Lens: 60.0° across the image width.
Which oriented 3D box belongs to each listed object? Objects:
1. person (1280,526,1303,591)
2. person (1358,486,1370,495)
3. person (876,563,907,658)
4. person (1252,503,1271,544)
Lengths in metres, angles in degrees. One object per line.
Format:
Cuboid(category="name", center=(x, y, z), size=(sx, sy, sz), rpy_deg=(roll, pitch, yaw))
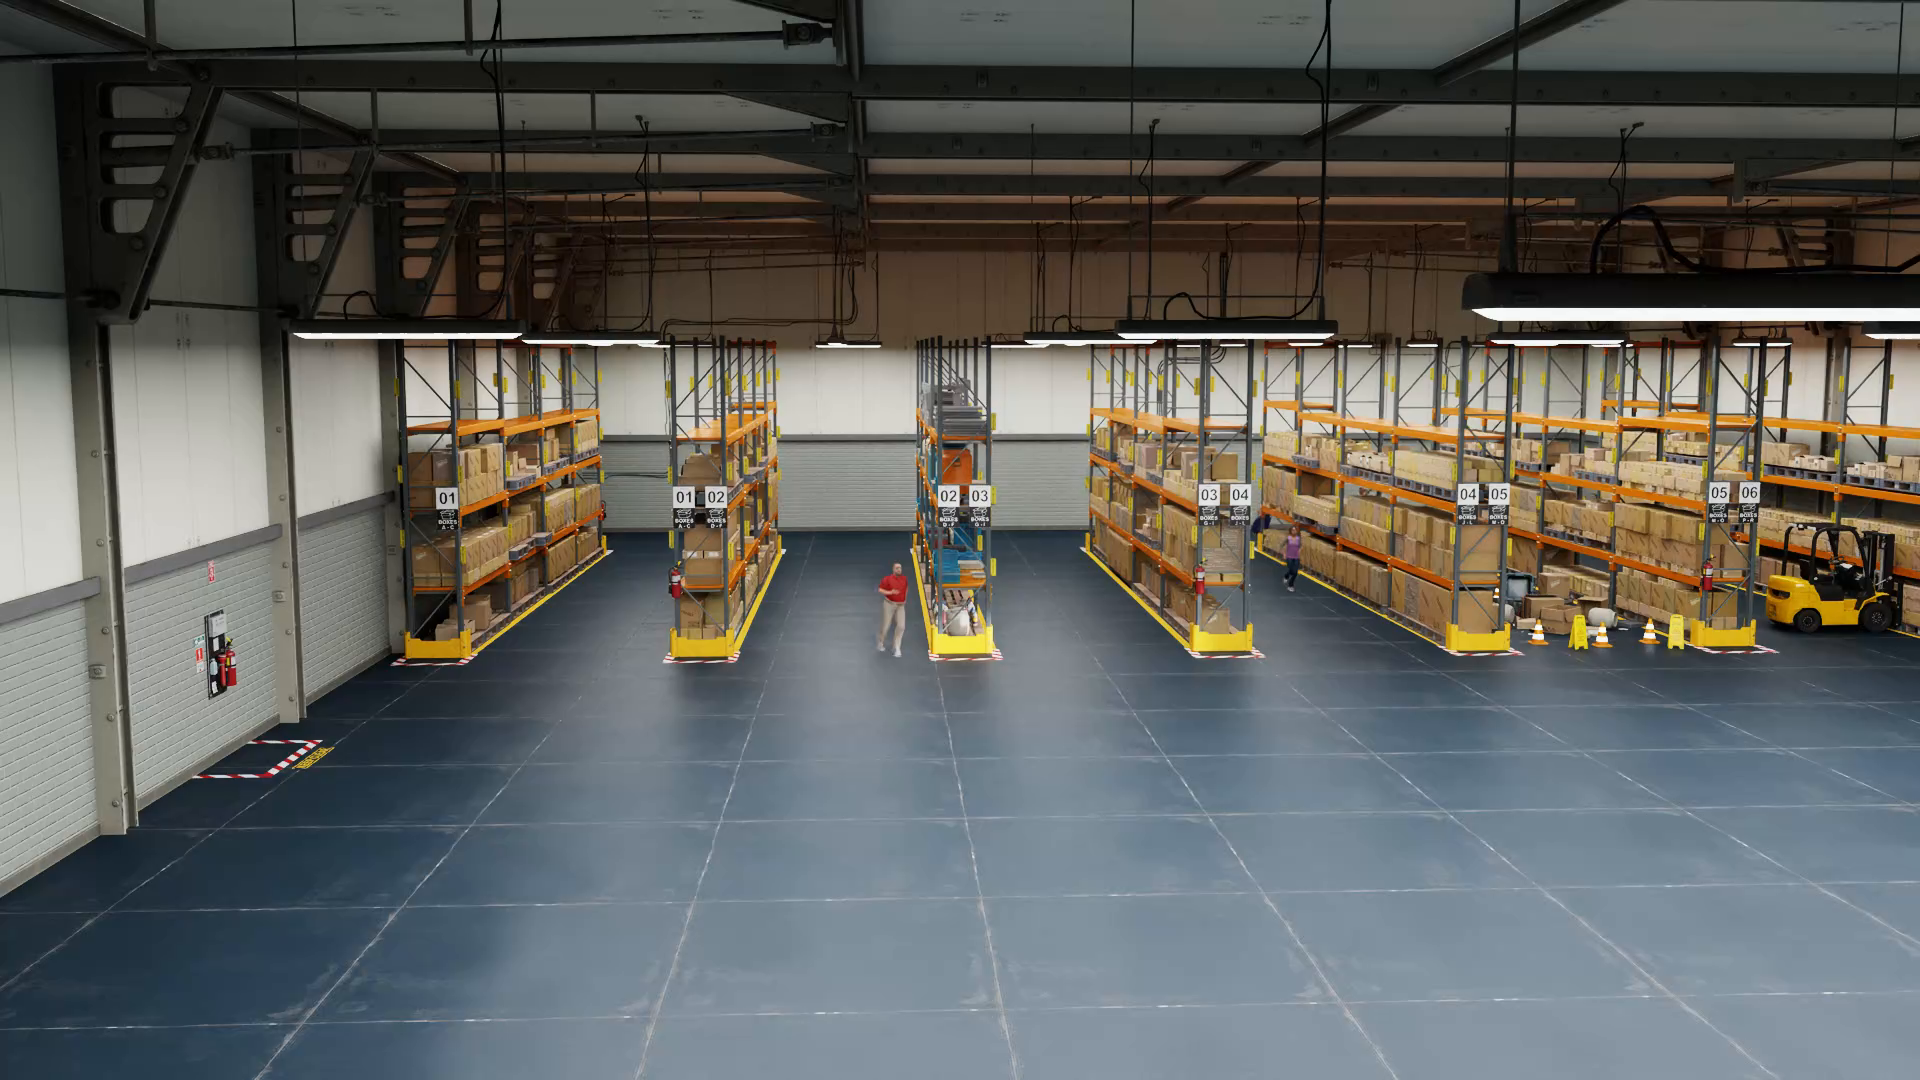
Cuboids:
Cuboid(category="person", center=(7.939, 0.447, 39.692), size=(0.530, 1.558, 0.537), rpy_deg=(-1, 7, -9))
Cuboid(category="person", center=(11.947, -0.761, 49.312), size=(0.911, 1.793, 0.666), rpy_deg=(-1, 7, -10))
Cuboid(category="person", center=(-1.249, 1.314, 31.438), size=(0.662, 1.791, 0.807), rpy_deg=(-3, 7, -24))
Cuboid(category="person", center=(8.947, -0.618, 48.951), size=(0.602, 1.582, 0.626), rpy_deg=(-2, 7, -18))
